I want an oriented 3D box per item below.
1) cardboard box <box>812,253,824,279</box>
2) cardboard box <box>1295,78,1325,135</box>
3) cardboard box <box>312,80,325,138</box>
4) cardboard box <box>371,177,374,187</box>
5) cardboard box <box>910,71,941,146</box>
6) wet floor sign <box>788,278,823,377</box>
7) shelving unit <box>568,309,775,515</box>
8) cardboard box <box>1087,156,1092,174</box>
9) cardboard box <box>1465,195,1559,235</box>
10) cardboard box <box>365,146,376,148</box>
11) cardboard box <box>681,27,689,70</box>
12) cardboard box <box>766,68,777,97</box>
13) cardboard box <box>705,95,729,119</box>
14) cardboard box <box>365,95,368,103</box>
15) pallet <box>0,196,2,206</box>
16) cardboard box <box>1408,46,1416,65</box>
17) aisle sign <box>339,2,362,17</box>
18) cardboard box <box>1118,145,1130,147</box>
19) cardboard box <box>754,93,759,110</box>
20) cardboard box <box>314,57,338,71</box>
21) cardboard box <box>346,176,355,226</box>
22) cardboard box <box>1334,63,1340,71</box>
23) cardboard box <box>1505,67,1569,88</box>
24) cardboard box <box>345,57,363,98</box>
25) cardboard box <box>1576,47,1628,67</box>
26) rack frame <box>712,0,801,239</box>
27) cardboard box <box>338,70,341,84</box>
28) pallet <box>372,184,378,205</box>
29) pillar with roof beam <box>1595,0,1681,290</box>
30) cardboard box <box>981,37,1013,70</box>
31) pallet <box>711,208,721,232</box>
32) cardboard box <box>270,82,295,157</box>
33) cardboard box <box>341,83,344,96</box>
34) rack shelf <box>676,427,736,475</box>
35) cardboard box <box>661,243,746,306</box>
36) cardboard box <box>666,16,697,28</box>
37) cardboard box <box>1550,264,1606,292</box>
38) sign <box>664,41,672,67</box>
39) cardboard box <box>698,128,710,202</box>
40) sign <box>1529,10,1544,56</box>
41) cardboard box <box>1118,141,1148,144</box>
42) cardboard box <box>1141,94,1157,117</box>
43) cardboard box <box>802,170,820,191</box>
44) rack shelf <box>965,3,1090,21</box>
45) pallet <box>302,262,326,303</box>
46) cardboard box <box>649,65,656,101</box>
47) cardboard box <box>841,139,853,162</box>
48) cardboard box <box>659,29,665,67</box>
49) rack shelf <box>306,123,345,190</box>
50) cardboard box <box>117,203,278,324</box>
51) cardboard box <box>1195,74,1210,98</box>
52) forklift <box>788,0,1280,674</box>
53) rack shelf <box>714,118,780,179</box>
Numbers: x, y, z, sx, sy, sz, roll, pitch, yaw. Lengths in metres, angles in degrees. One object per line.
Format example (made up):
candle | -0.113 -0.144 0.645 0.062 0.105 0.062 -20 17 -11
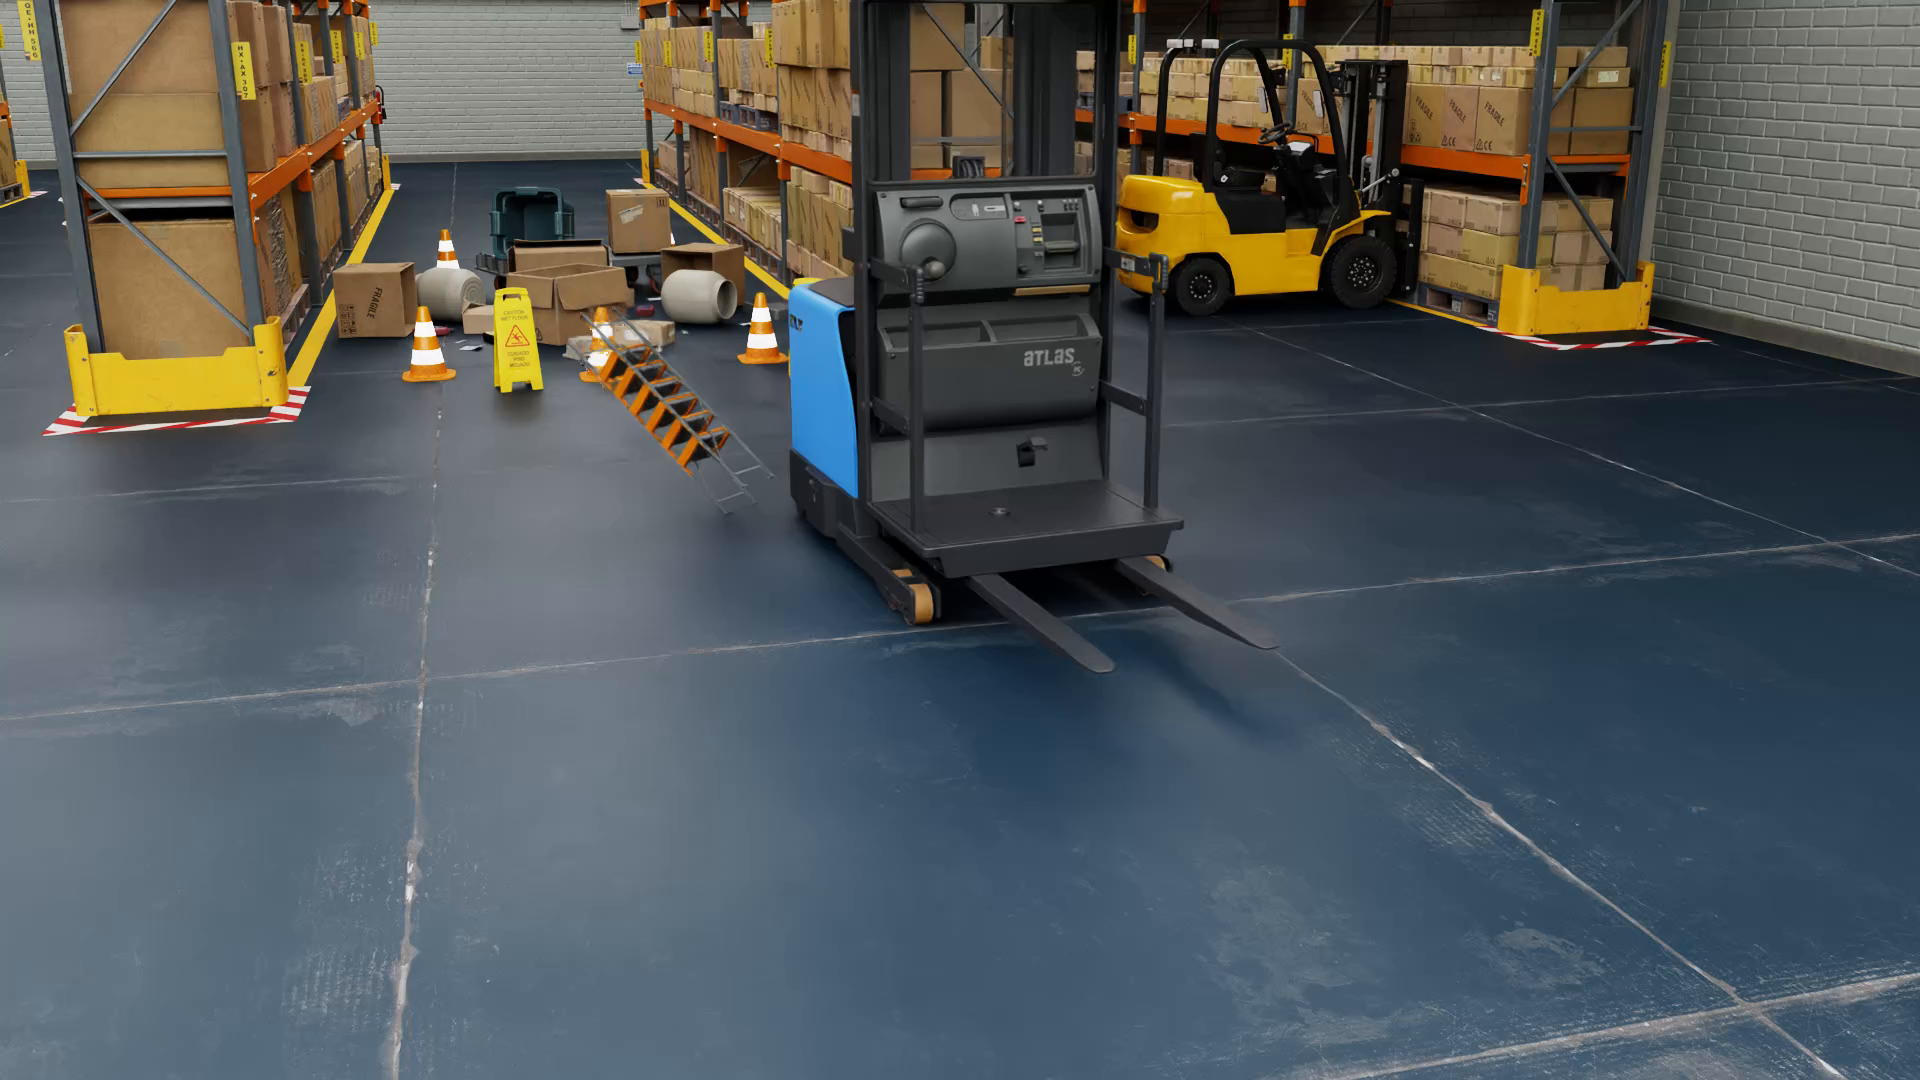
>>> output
cardboard box | -0.915 -2.201 13.614 0.500 0.250 0.500 -5 17 -16
cardboard box | 3.519 -4.092 15.687 0.500 0.500 0.500 -5 17 -17
cardboard box | -6.015 -3.868 14.940 0.500 0.500 0.500 -5 17 -16
cardboard box | -8.240 -4.905 22.794 0.380 0.149 0.250 -5 17 -17
cardboard box | -0.438 -3.006 11.556 0.500 0.500 0.500 -5 17 -16
wet floor sign | -1.001 -1.423 11.068 0.267 0.644 0.232 1 17 4
shelving unit | -1.400 -0.631 8.022 1.200 0.189 0.258 46 34 14
cardboard box | 1.952 -4.682 21.439 0.500 0.500 0.500 -4 17 -13
cardboard box | 4.321 -2.547 13.029 0.500 0.250 0.500 -4 17 -13
cardboard box | -8.764 -5.688 24.367 0.380 0.149 0.250 -4 17 -15
cardboard box | -3.176 -6.112 20.673 0.500 0.500 0.500 -5 17 -17
cardboard box | -1.471 -4.295 15.117 0.500 0.500 0.500 -5 17 -16
cardboard box | -2.611 -4.948 18.972 0.500 0.250 0.500 -5 18 -17
cardboard box | -8.539 -6.222 23.389 0.380 0.149 0.250 -6 18 -18
pallet | -13.323 -4.443 21.875 1.003 0.211 1.213 -5 17 -15
cardboard box | 4.019 -4.089 14.031 0.380 0.149 0.250 -4 17 -14
aisle sign | -8.884 -7.983 24.296 0.394 0.787 0.004 -5 17 -15
cardboard box | 2.006 -4.951 21.209 0.380 0.149 0.250 -4 17 -14
cardboard box | -1.765 -4.209 15.955 0.380 0.149 0.250 -5 17 -15
cardboard box | -7.398 -5.497 19.212 0.380 0.149 0.250 -6 18 -18
cardboard box | -6.903 -3.701 18.174 0.500 0.500 0.500 -5 18 -18
cardboard box | 3.654 -4.296 15.238 0.380 0.149 0.250 -5 17 -15
cardboard box | 4.383 -3.514 12.634 0.380 0.149 0.250 -4 17 -14
cardboard box | -7.947 -5.935 21.305 0.500 0.500 0.500 -5 17 -16
cardboard box | 4.861 -3.692 12.711 0.380 0.149 0.250 -5 17 -16
rack frame | -2.223 -4.901 18.553 1.000 3.000 0.127 -5 17 -15
cardboard box | -7.466 -5.428 19.497 0.380 0.149 0.250 -6 18 -18
pallet | -8.611 -4.773 22.976 1.003 0.211 1.213 -5 17 -15
pillar with roof beam | 1.283 -5.878 11.378 9.100 9.000 0.400 -5 17 -15
cardboard box | 0.629 -7.375 25.230 0.500 0.500 0.500 -4 17 -14
pallet | -2.367 -3.789 19.700 1.003 0.211 1.213 -5 17 -15
cardboard box | -5.569 -3.195 12.615 0.875 0.550 0.550 -5 17 -15
cardboard box | -7.547 -5.364 19.802 0.380 0.149 0.250 -6 18 -18
rack shelf | -1.208 -0.432 7.955 0.103 0.180 0.258 46 34 14
cardboard box | -2.137 -2.194 13.884 0.500 0.500 0.500 7 18 23
cardboard box | -3.713 -6.905 22.184 0.380 0.149 0.250 -5 17 -16
cardboard box | 4.800 -2.117 13.335 0.500 0.250 0.500 -5 17 -15
sign | -3.855 -6.415 21.953 0.100 0.325 0.005 -5 17 -15
cardboard box | -2.819 -4.776 21.102 0.875 0.875 0.875 -4 17 -14
sign | 4.222 -3.710 12.165 0.100 0.325 0.005 -5 17 -15
cardboard box | 2.265 -5.209 22.067 0.380 0.149 0.250 -5 18 -17
cardboard box | 2.436 -5.080 19.411 0.500 0.250 0.500 -5 17 -15
cardboard box | -1.101 -2.982 13.785 0.380 0.149 0.250 -4 17 -13
rack shelf | 0.900 -8.046 25.060 1.077 0.370 4.000 -5 17 -15
pallet | -6.140 -2.247 14.565 1.003 0.211 1.213 -5 17 -15
cardboard box | -4.277 -6.726 24.456 0.500 0.500 0.500 -5 17 -16
cardboard box | -0.659 -2.857 12.185 0.380 0.149 0.250 -4 17 -14
cardboard box | -3.849 -6.784 22.909 0.500 0.500 0.500 -5 17 -16
rack shelf | -6.405 -3.584 15.419 1.077 0.370 4.000 -5 17 -15
cardboard box | -5.249 -1.878 11.452 0.875 0.875 0.875 -5 17 -16
cardboard box | 2.864 -4.896 17.927 0.500 0.250 0.500 -4 17 -14
forklift | 0.202 -1.210 6.387 1.130 2.935 3.031 -6 18 -20
rack shelf | -1.673 -4.003 16.814 1.077 0.370 4.000 -5 17 -15
